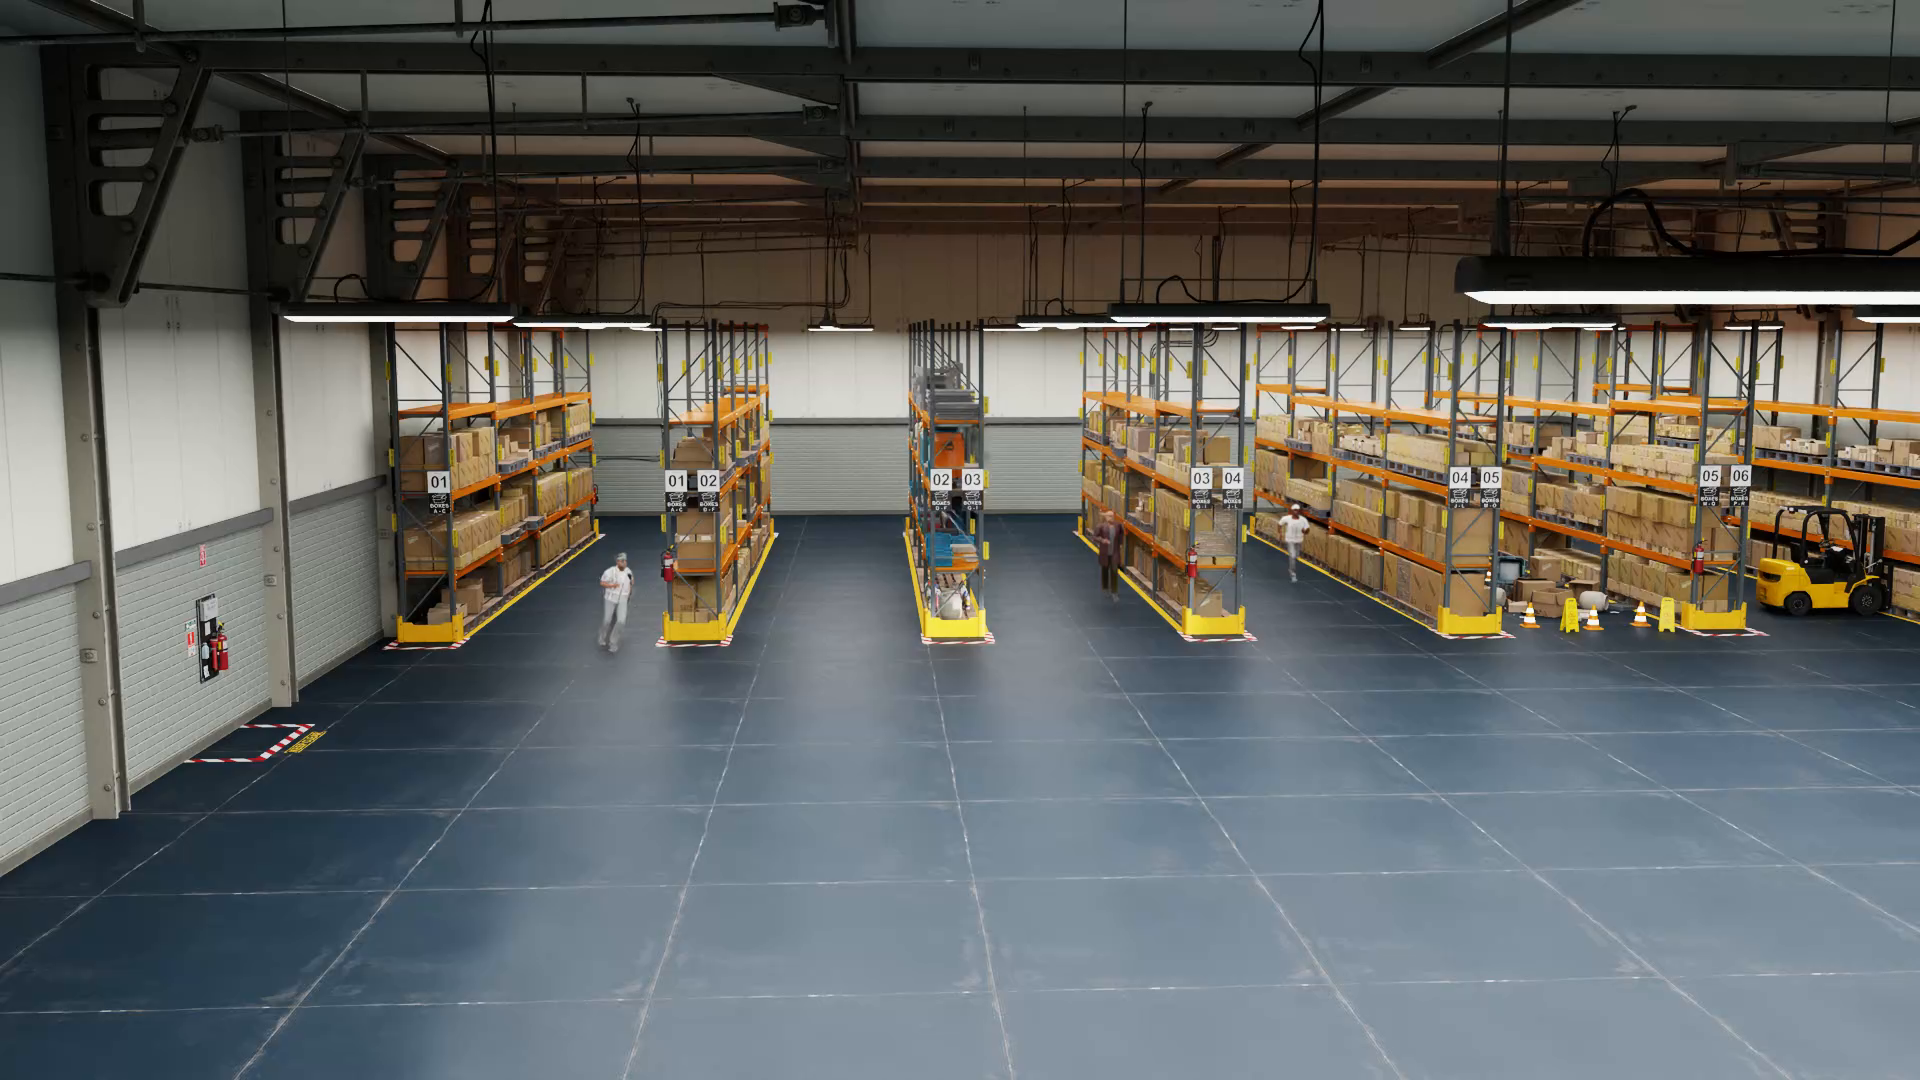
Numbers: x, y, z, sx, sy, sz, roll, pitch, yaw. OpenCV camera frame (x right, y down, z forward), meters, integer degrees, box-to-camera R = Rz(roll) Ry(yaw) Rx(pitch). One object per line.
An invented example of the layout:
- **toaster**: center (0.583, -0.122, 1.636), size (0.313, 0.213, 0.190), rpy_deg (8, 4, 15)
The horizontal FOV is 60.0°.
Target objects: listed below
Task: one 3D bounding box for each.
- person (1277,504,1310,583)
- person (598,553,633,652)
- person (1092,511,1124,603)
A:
- **person**: center (7.782, 0.048, 38.678), size (0.707, 1.773, 0.896), rpy_deg (-1, 7, -8)
- **person**: center (-6.245, 1.128, 30.358), size (0.677, 1.814, 0.749), rpy_deg (-3, 8, -24)
- **person**: center (3.064, 0.317, 34.328), size (0.688, 1.853, 0.850), rpy_deg (0, 7, -3)
